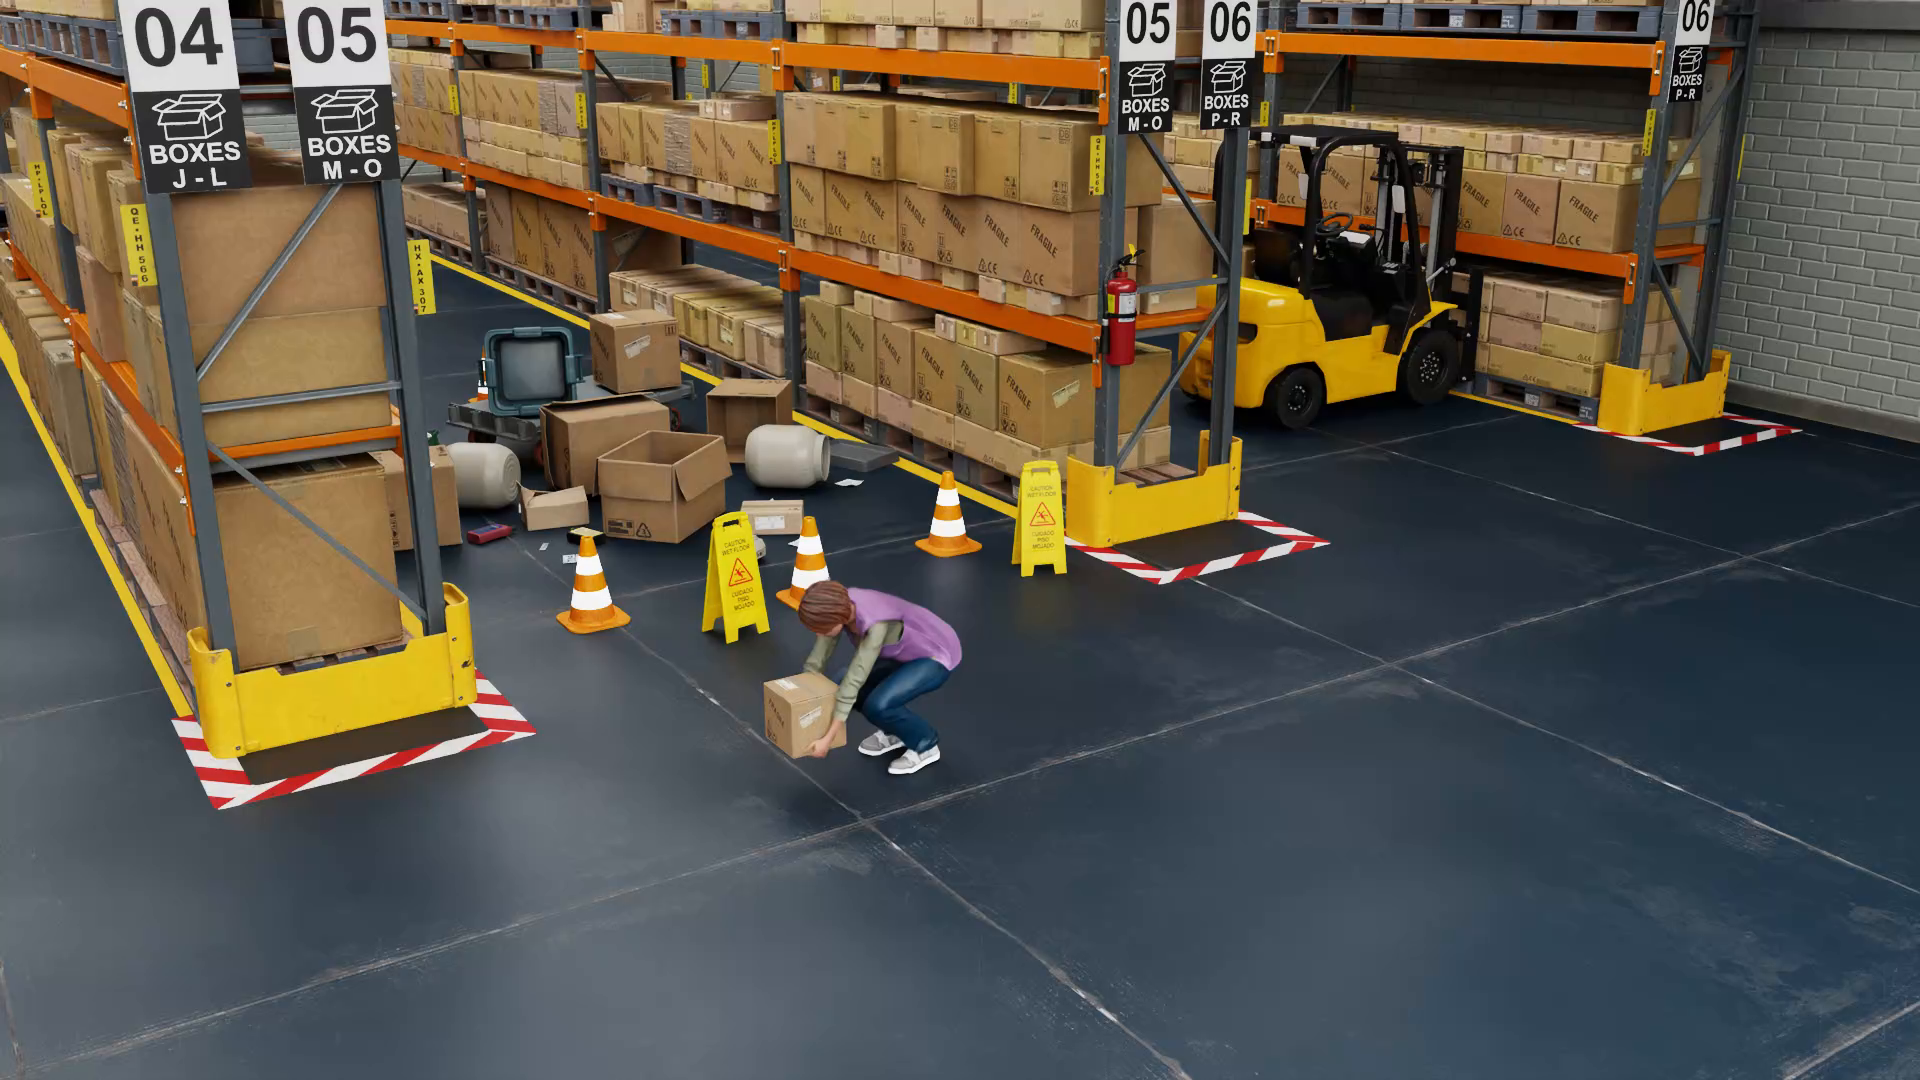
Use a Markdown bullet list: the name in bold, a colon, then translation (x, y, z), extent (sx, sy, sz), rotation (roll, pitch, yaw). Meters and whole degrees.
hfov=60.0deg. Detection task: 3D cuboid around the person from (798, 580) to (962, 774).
- **person**: translation (-0.365, 0.545, 7.034), extent (0.829, 0.911, 0.420), rotation (-12, 22, -33)
